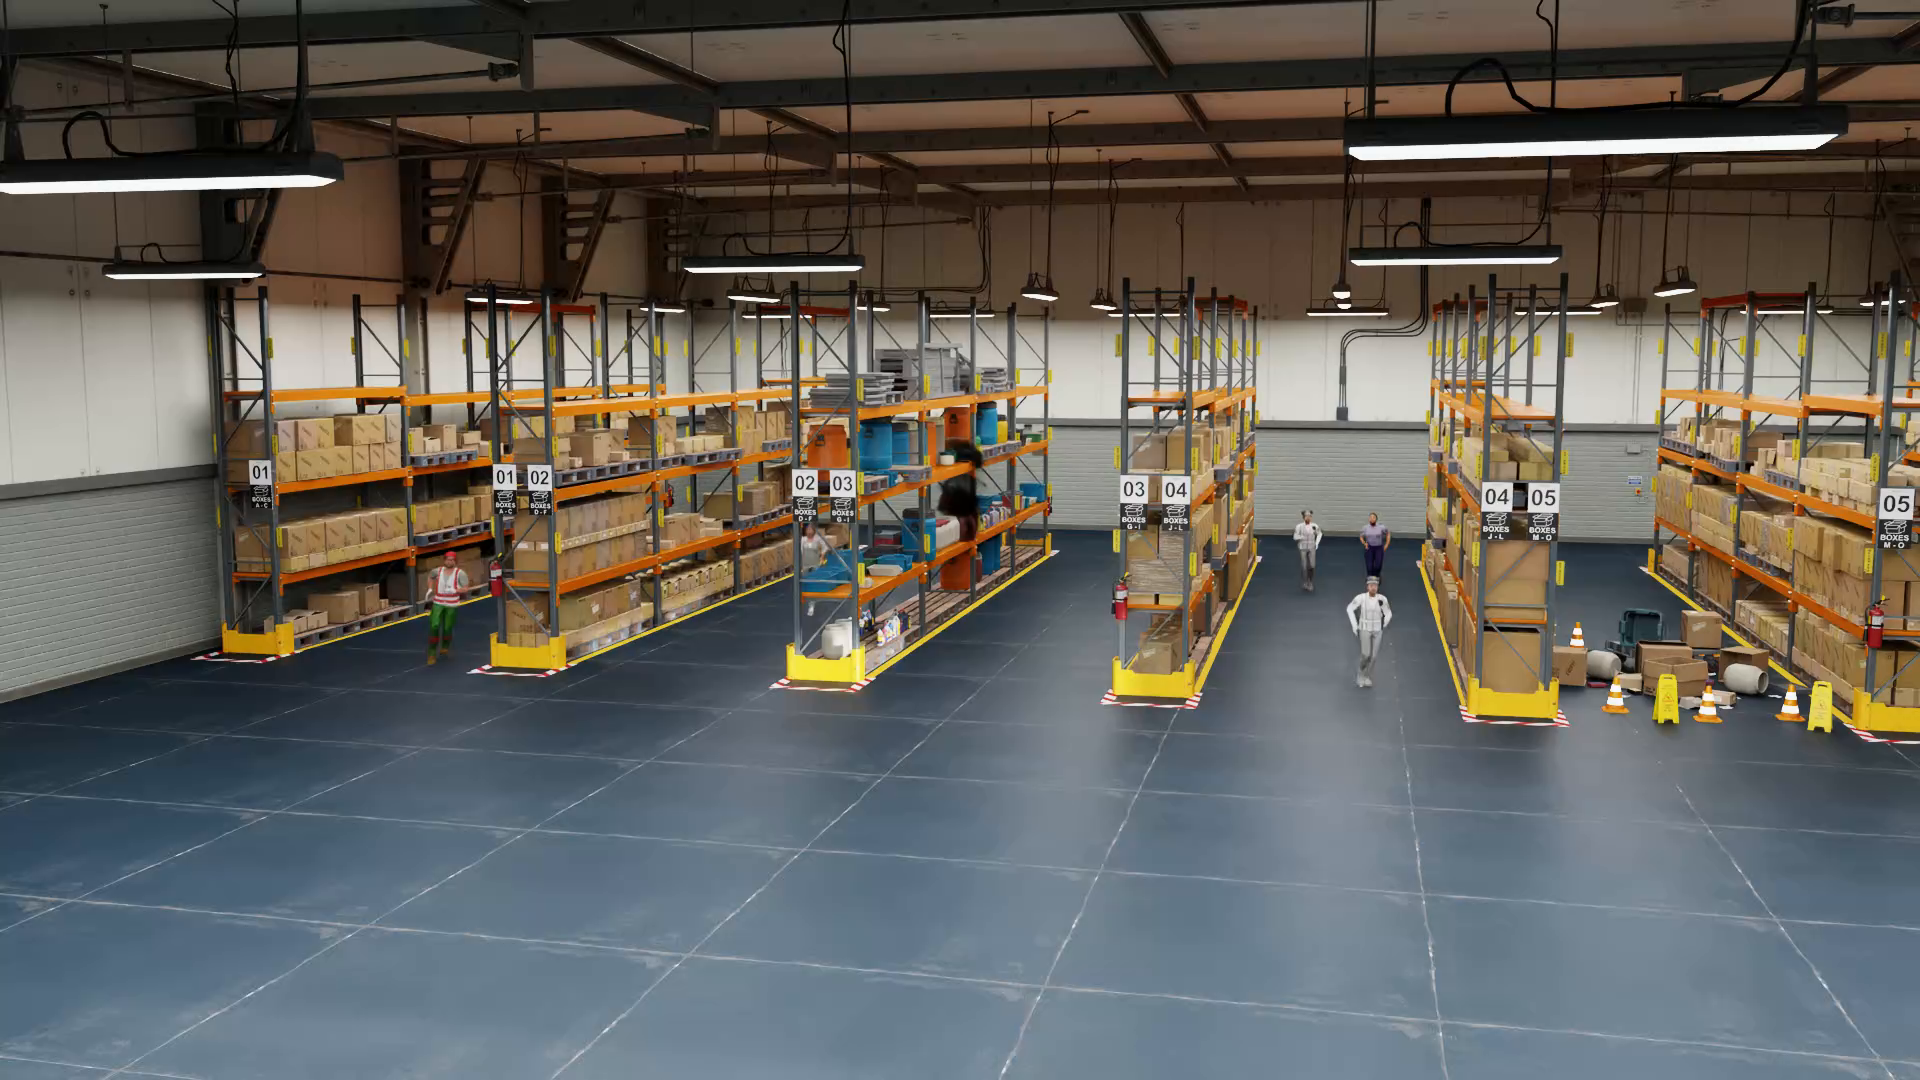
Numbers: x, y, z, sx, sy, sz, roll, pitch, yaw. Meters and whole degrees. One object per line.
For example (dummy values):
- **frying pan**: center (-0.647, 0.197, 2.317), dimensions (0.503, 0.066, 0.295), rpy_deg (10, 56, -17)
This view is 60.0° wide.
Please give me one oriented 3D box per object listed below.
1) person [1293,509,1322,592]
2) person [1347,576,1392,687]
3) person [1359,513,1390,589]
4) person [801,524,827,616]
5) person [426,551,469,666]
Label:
- **person**: center (7.191, 0.221, 34.397), dimensions (0.595, 1.719, 0.657), rpy_deg (1, 7, 9)
- **person**: center (6.080, 1.354, 24.573), dimensions (0.617, 1.672, 0.621), rpy_deg (0, 7, -2)
- **person**: center (8.594, 0.247, 34.509), dimensions (0.618, 1.595, 0.588), rpy_deg (2, 7, 18)
- **person**: center (-2.660, 0.503, 29.629), dimensions (0.540, 1.598, 0.798), rpy_deg (0, 7, 1)
- **person**: center (-8.242, 1.071, 26.756), dimensions (0.682, 1.823, 0.853), rpy_deg (-1, 7, -11)
